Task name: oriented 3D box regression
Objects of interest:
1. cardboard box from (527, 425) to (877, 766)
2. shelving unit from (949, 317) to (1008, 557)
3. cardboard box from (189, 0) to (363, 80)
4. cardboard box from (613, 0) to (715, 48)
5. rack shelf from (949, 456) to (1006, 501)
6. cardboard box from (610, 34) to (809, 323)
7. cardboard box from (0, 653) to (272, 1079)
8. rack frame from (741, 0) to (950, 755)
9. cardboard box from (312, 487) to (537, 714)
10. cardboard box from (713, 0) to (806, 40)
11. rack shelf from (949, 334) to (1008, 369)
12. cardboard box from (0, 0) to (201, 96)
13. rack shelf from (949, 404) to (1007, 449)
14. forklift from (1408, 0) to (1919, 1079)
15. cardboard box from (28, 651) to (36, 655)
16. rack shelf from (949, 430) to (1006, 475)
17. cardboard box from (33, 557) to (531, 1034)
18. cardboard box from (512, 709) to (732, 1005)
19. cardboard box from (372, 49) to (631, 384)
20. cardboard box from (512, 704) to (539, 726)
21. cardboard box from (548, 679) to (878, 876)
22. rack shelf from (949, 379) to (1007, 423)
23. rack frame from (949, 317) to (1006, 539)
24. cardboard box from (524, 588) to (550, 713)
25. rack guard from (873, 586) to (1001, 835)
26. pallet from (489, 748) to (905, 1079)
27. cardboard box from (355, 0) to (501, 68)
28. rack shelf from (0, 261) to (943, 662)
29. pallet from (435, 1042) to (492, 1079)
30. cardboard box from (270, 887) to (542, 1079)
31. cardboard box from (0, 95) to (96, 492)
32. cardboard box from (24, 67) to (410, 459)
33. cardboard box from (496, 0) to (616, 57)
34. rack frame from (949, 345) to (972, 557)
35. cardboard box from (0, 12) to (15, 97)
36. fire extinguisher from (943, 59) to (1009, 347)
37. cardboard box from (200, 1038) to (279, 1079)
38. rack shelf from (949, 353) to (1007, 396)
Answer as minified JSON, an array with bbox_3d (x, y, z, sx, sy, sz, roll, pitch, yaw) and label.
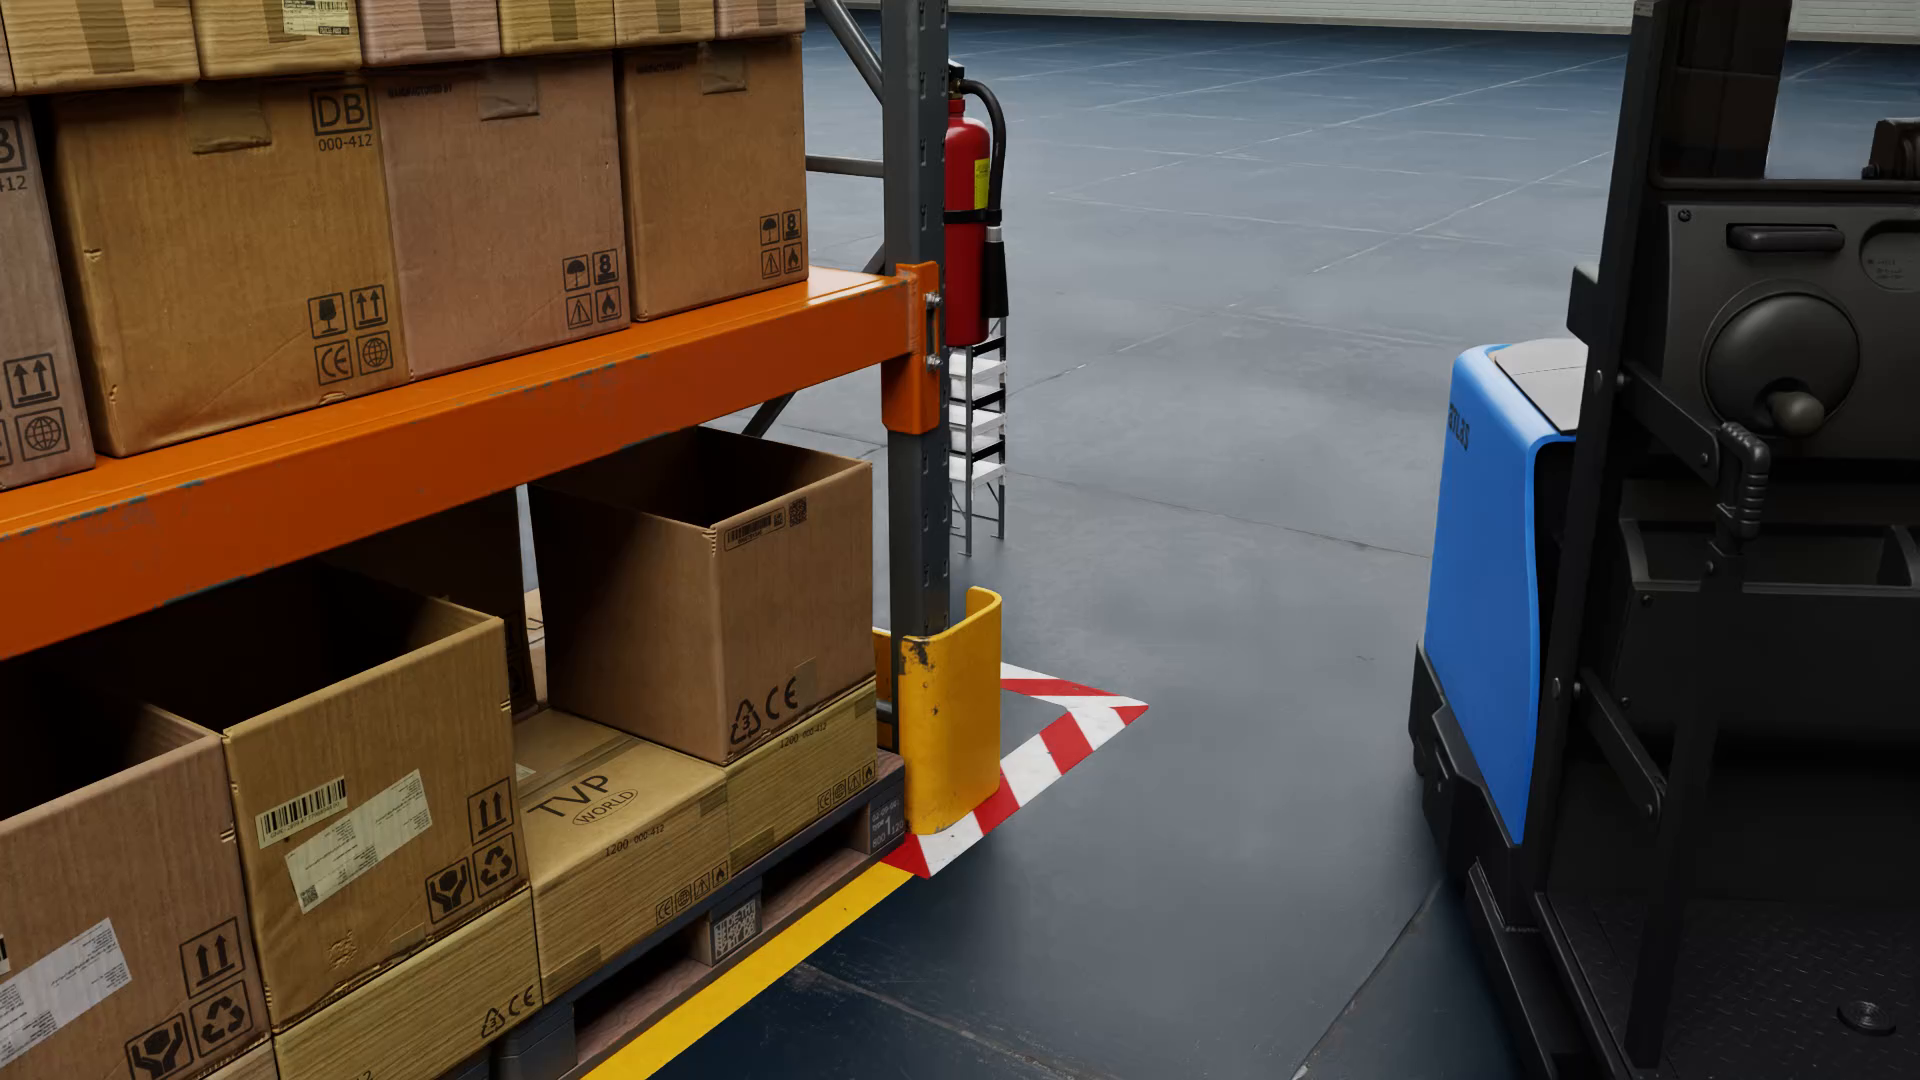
[{"bbox_3d":[-0.525,0.090,3.474,0.500,0.500,0.500,13,24,32],"label":"cardboard box"},{"bbox_3d":[-0.005,-0.420,5.603,0.258,0.900,0.210,13,24,32],"label":"shelving unit"},{"bbox_3d":[-1.107,-0.771,2.446,0.380,0.149,0.250,14,25,33],"label":"cardboard box"},{"bbox_3d":[-0.673,-0.992,3.043,0.380,0.149,0.250,14,24,33],"label":"cardboard box"},{"bbox_3d":[-0.005,-0.220,5.677,0.258,0.077,0.200,13,24,32],"label":"rack shelf"},{"bbox_3d":[-0.742,-0.778,3.400,0.700,0.500,0.500,13,24,32],"label":"cardboard box"},{"bbox_3d":[-1.357,0.523,2.304,0.500,0.500,0.500,13,24,32],"label":"cardboard box"},{"bbox_3d":[-0.469,-0.863,3.773,1.000,3.000,0.127,13,24,32],"label":"rack frame"},{"bbox_3d":[-1.234,0.133,3.360,0.500,0.500,0.500,13,24,32],"label":"cardboard box"},{"bbox_3d":[-0.527,-1.067,3.246,0.380,0.149,0.250,13,24,31],"label":"cardboard box"},{"bbox_3d":[-0.005,-0.642,5.520,0.258,0.077,0.200,13,24,32],"label":"rack shelf"},{"bbox_3d":[-1.253,-0.695,2.241,0.380,0.149,0.250,14,25,33],"label":"cardboard box"},{"bbox_3d":[-0.005,-0.388,5.614,0.258,0.077,0.200,13,24,32],"label":"rack shelf"},{"bbox_3d":[1.561,-0.316,2.395,1.130,2.935,3.031,1,20,4],"label":"forklift"},{"bbox_3d":[-1.505,0.279,2.965,0.500,0.500,0.500,13,24,32],"label":"cardboard box"},{"bbox_3d":[-0.005,-0.304,5.645,0.258,0.077,0.200,13,24,32],"label":"rack shelf"},{"bbox_3d":[-1.075,0.380,2.691,0.500,0.500,0.500,13,24,32],"label":"cardboard box"},{"bbox_3d":[-0.798,0.587,3.211,0.500,0.250,0.500,13,24,32],"label":"cardboard box"},{"bbox_3d":[-1.034,-0.626,2.991,0.700,0.500,0.500,14,24,33],"label":"cardboard box"},{"bbox_3d":[-1.233,0.485,3.489,0.500,0.250,0.500,13,24,32],"label":"cardboard box"},{"bbox_3d":[-0.526,0.442,3.606,0.500,0.250,0.500,13,24,32],"label":"cardboard box"},{"bbox_3d":[-0.005,-0.473,5.583,0.258,0.077,0.200,13,24,32],"label":"rack shelf"},{"bbox_3d":[0.053,-0.449,5.681,0.240,0.900,0.006,13,24,32],"label":"rack frame"},{"bbox_3d":[-0.955,0.341,3.879,0.500,0.250,0.500,13,24,32],"label":"cardboard box"},{"bbox_3d":[-0.456,0.303,4.225,1.175,0.500,0.348,13,24,32],"label":"rack guard"},{"bbox_3d":[-0.865,0.673,3.642,1.003,0.211,1.213,13,24,32],"label":"pallet"},{"bbox_3d":[-0.959,-0.846,2.650,0.380,0.149,0.250,14,24,33],"label":"cardboard box"},{"bbox_3d":[-1.594,0.049,2.347,1.077,0.370,4.000,13,24,32],"label":"rack shelf"},{"bbox_3d":[-1.551,1.021,2.699,1.003,0.211,1.213,13,24,32],"label":"pallet"},{"bbox_3d":[-1.077,0.731,2.823,0.500,0.250,0.500,13,24,32],"label":"cardboard box"},{"bbox_3d":[-1.610,-0.333,2.198,0.700,0.500,0.500,14,25,33],"label":"cardboard box"},{"bbox_3d":[-1.318,-0.485,2.608,0.700,0.500,0.500,13,24,32],"label":"cardboard box"},{"bbox_3d":[-0.816,-0.918,2.844,0.380,0.149,0.250,13,24,31],"label":"cardboard box"},{"bbox_3d":[-0.062,-0.391,5.524,0.240,0.900,0.006,13,24,32],"label":"rack frame"},{"bbox_3d":[-1.397,-0.621,2.042,0.380,0.149,0.250,13,24,31],"label":"cardboard box"},{"bbox_3d":[-0.019,-0.770,3.633,0.296,0.674,0.183,13,24,32],"label":"fire extinguisher"},{"bbox_3d":[-1.360,0.874,2.436,0.500,0.250,0.500,13,24,32],"label":"cardboard box"},{"bbox_3d":[-0.005,-0.557,5.552,0.258,0.077,0.200,13,24,32],"label":"rack shelf"}]
